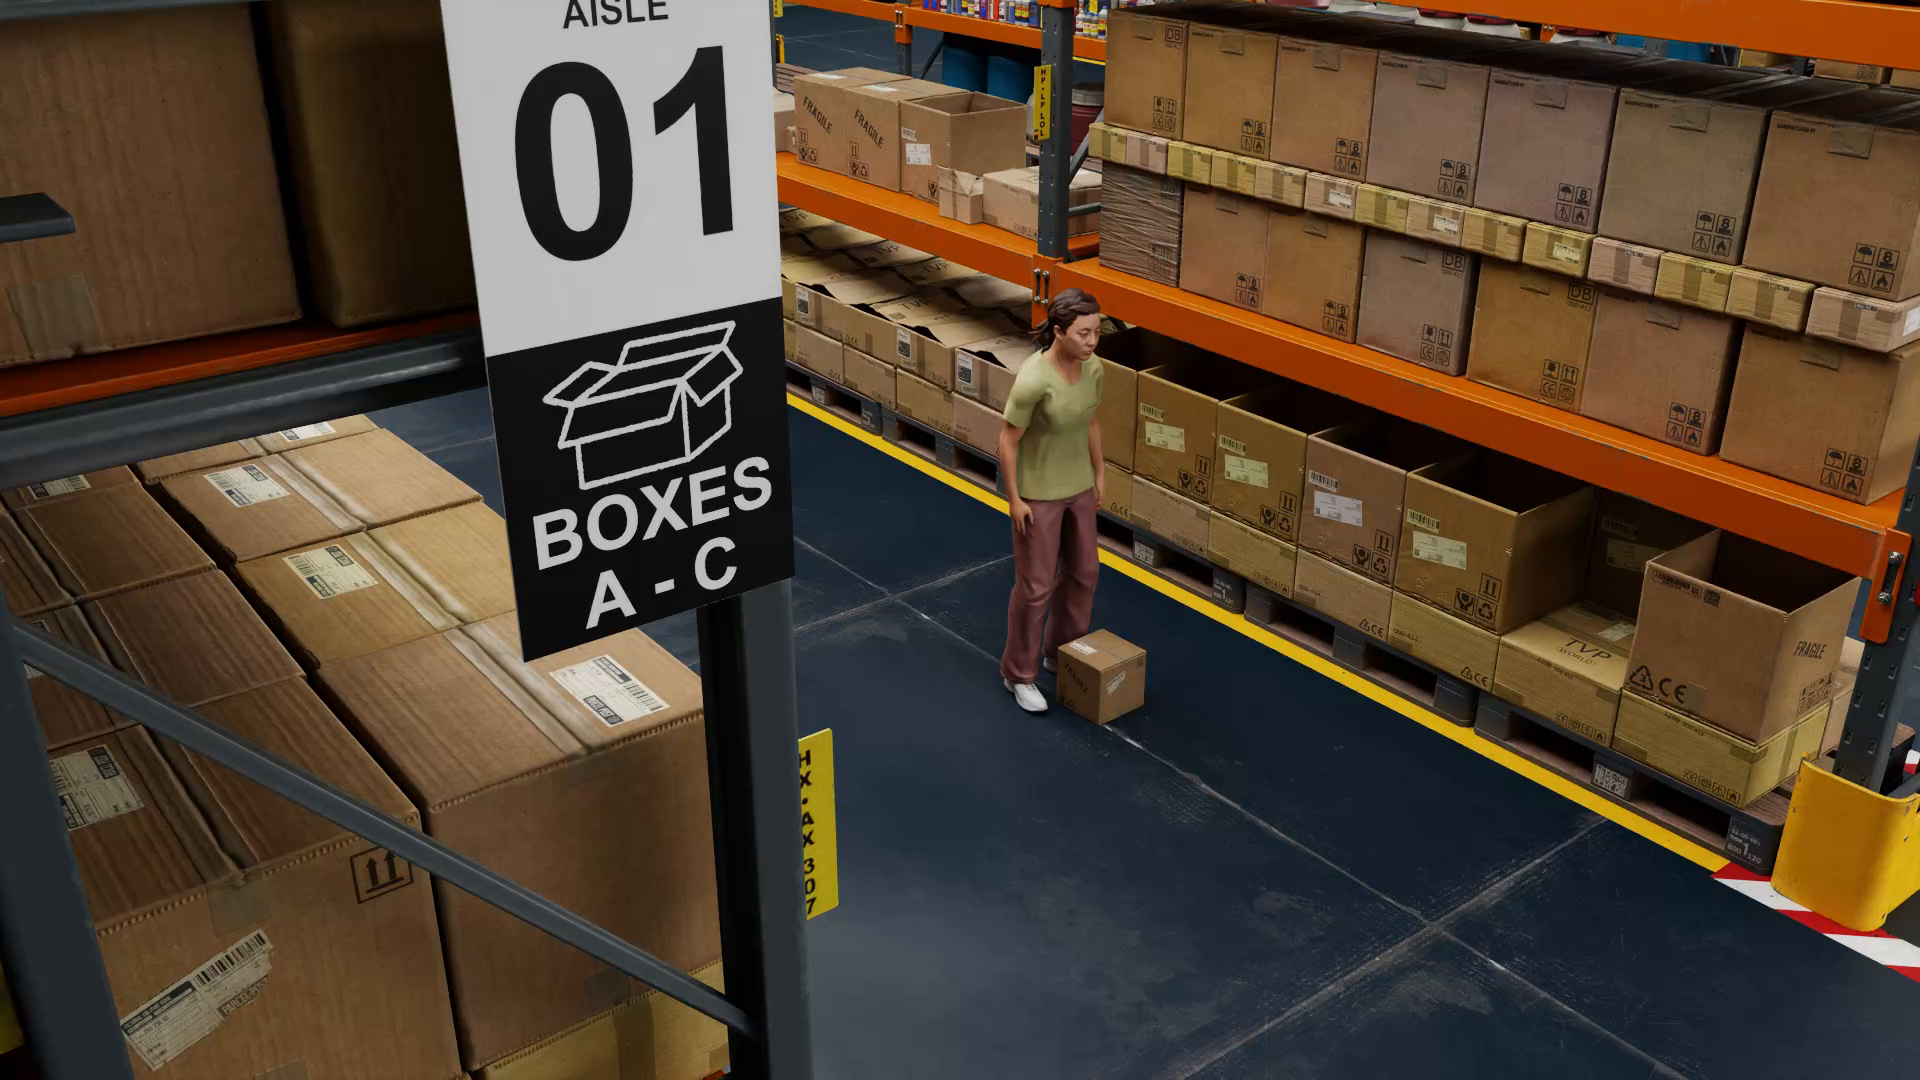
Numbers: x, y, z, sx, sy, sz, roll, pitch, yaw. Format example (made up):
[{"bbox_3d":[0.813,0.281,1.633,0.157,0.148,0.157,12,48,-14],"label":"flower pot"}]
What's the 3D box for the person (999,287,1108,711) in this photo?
[{"bbox_3d":[0.383,-0.174,6.483,0.499,1.673,0.360,-18,30,-34],"label":"person"}]
